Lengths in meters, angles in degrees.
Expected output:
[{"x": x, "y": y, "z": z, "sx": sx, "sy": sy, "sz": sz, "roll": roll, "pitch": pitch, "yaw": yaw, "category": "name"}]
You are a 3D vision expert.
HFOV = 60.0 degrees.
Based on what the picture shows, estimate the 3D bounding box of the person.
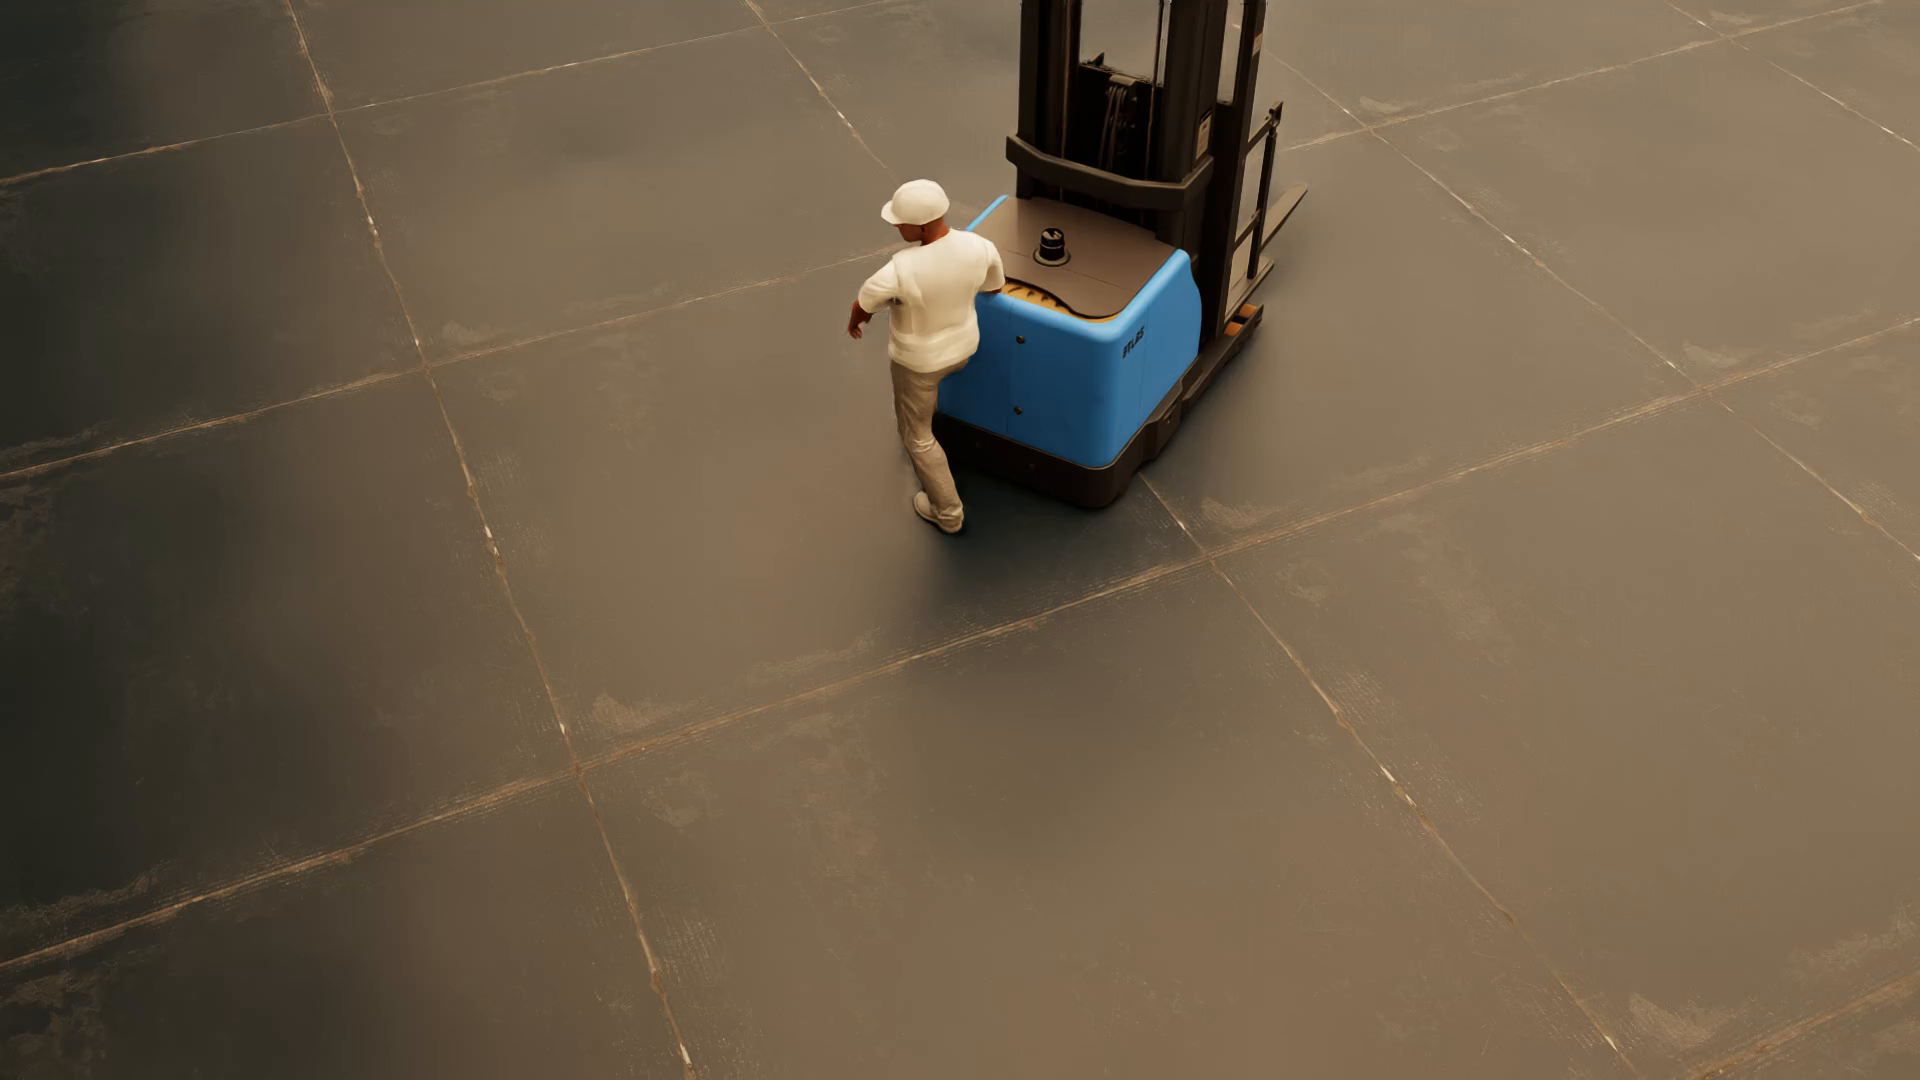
[{"x": -0.130, "y": -0.939, "z": 7.601, "sx": 0.728, "sy": 1.721, "sz": 0.864, "roll": -27, "pitch": 49, "yaw": -26, "category": "person"}]

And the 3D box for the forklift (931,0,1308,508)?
[{"x": 0.984, "y": -2.216, "z": 8.055, "sx": 1.130, "sy": 2.935, "sz": 3.031, "roll": 22, "pitch": 47, "yaw": 22, "category": "forklift"}]
